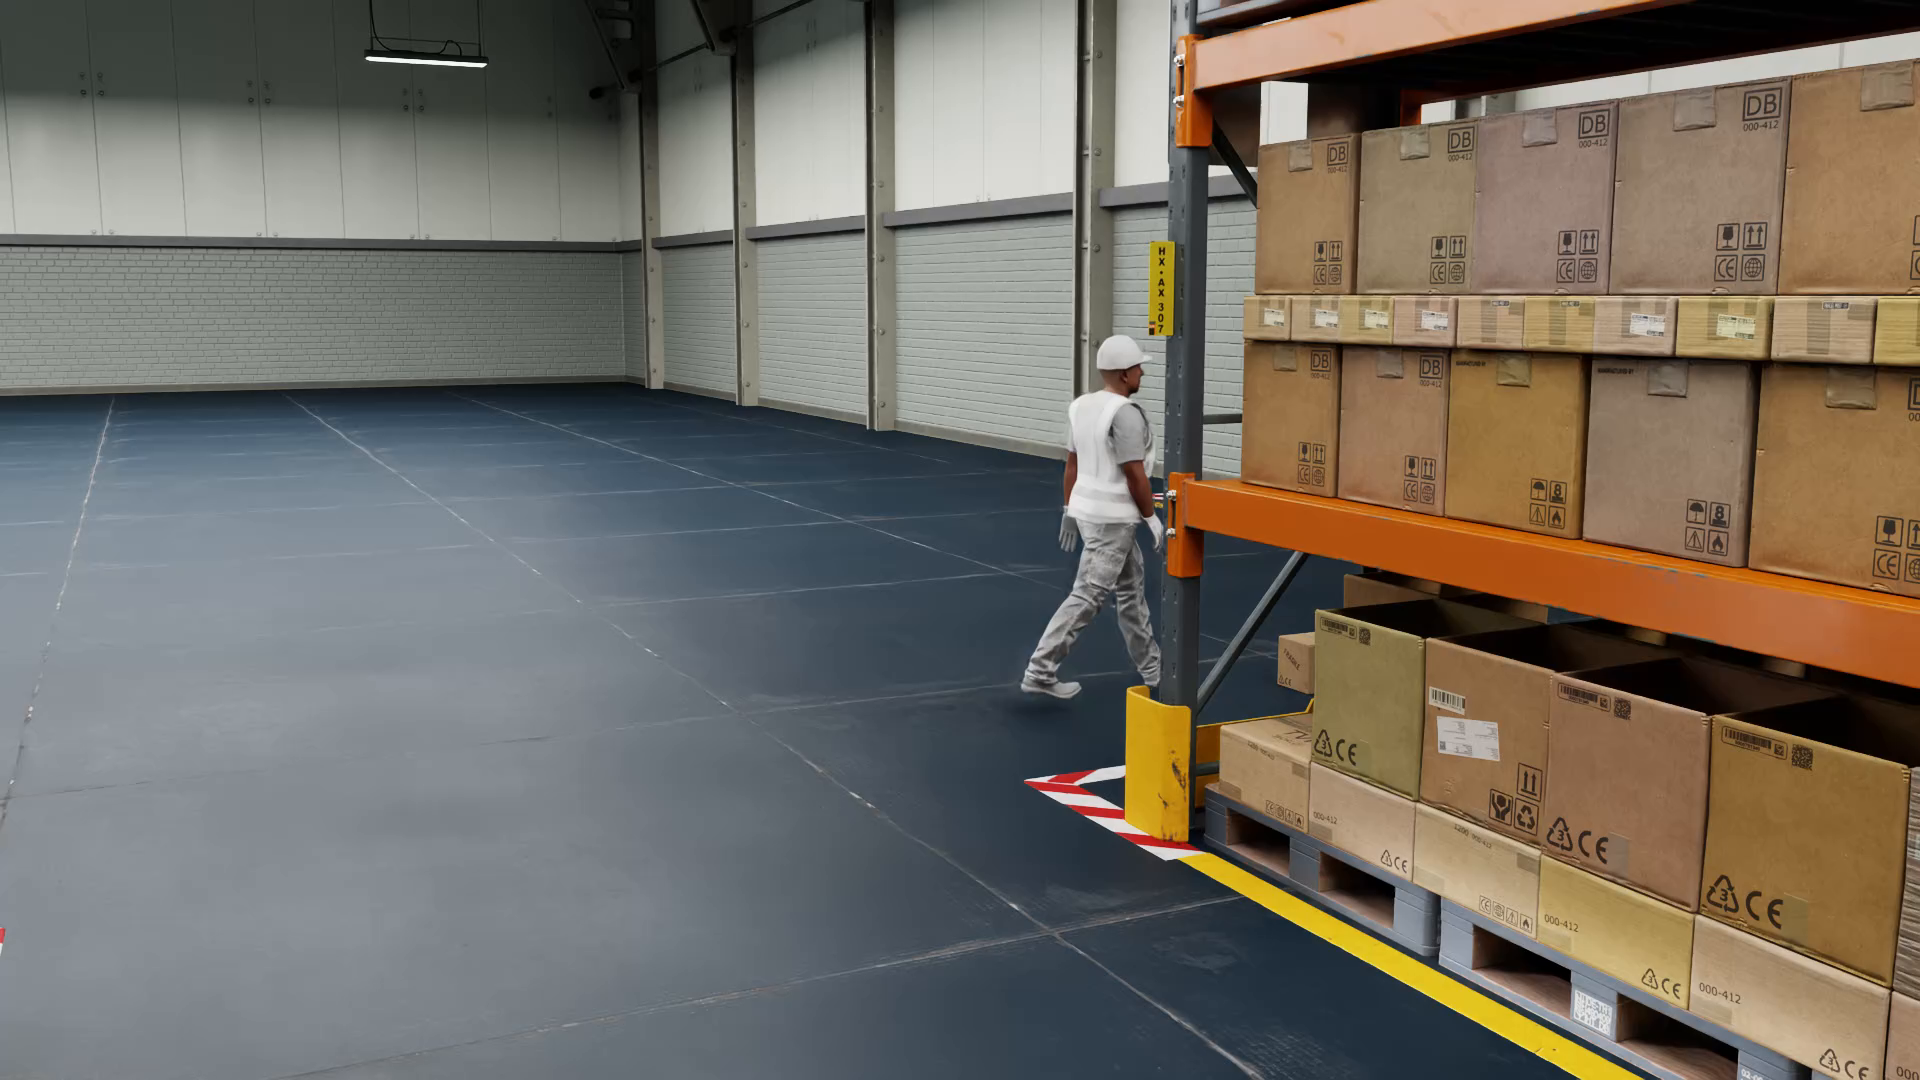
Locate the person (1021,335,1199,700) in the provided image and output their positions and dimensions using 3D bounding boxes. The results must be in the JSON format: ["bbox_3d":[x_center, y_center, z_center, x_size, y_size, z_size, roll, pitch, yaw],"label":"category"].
[{"bbox_3d":[0.750,-0.106,7.996,1.018,1.746,0.560,-3,9,-18],"label":"person"}]
